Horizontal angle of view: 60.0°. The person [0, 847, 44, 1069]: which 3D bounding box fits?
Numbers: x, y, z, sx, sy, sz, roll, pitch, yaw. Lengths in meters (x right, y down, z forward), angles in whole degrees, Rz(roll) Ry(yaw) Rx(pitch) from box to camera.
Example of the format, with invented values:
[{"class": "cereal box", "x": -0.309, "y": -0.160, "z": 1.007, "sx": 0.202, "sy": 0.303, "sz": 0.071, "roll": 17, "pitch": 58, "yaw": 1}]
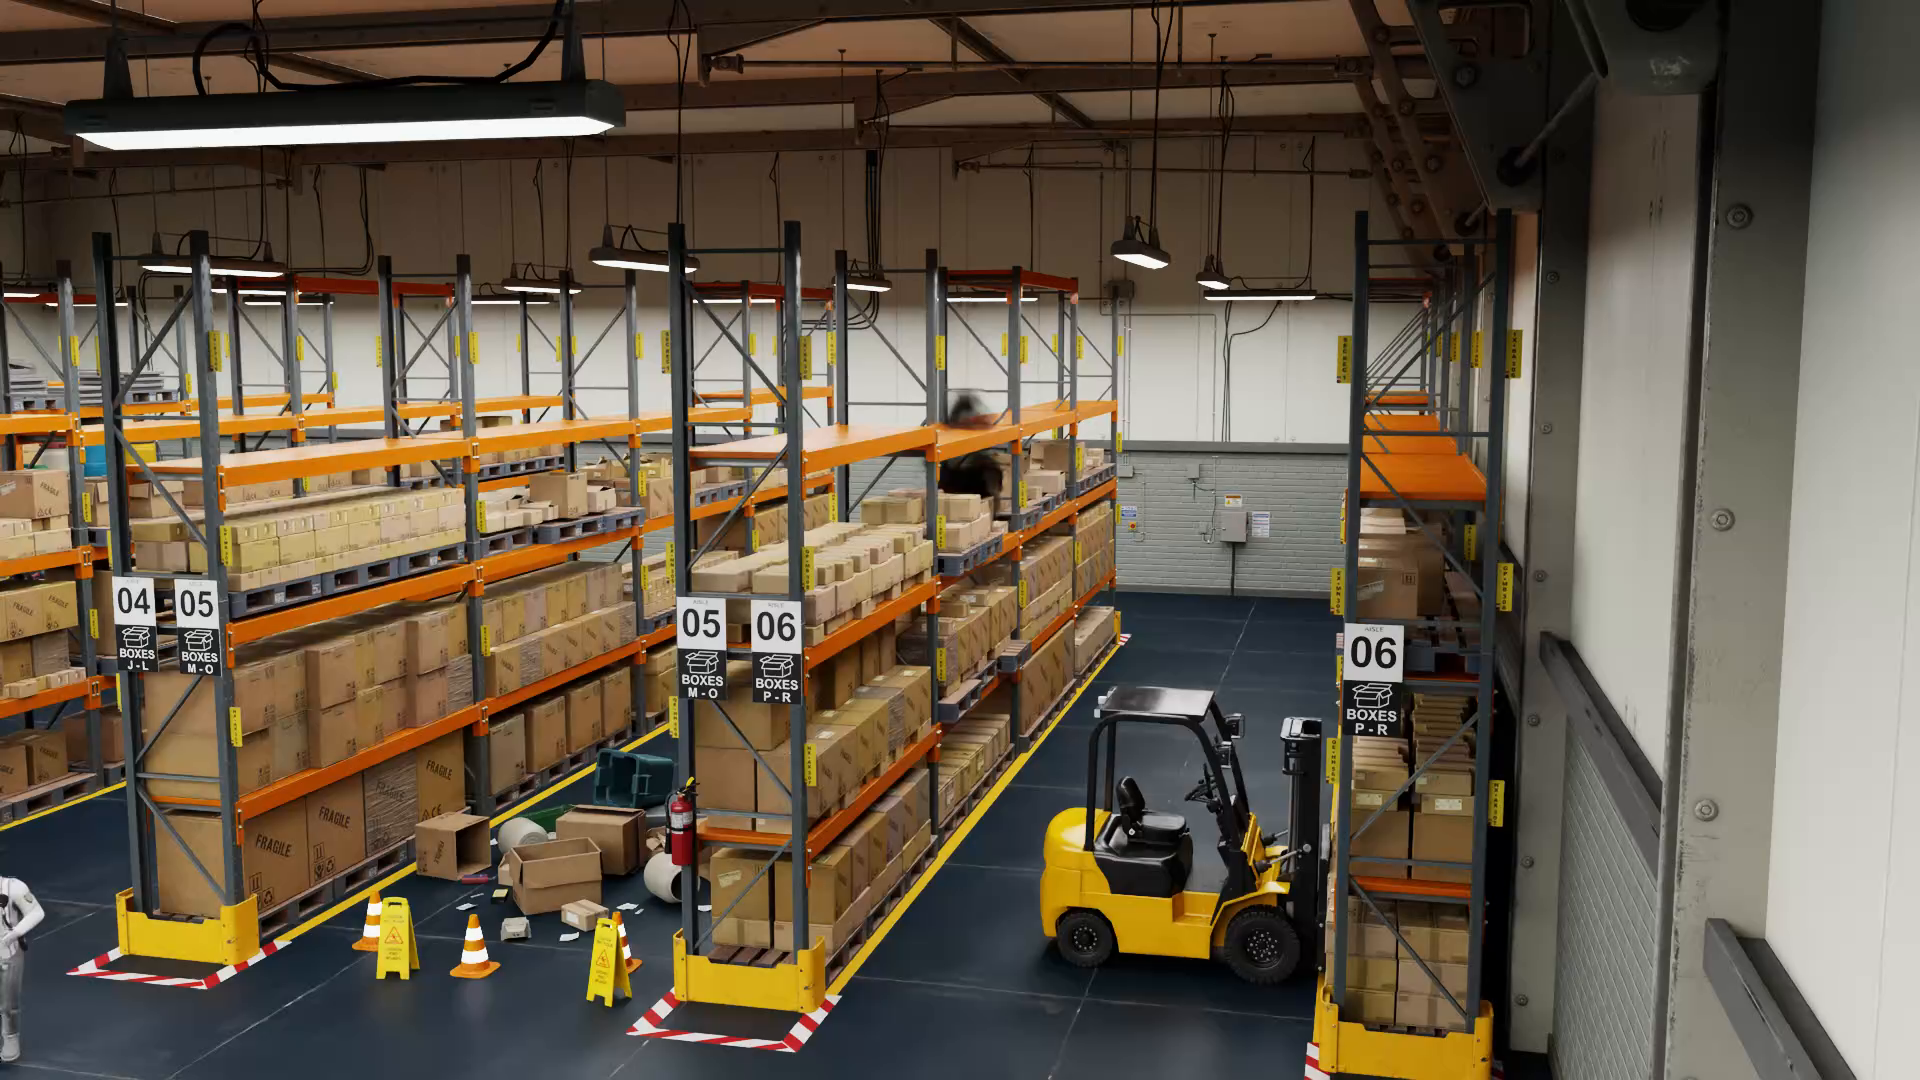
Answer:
[{"class": "person", "x": -6.704, "y": 2.926, "z": 11.599, "sx": 0.606, "sy": 1.751, "sz": 0.756, "roll": -3, "pitch": 8, "yaw": -24}]
